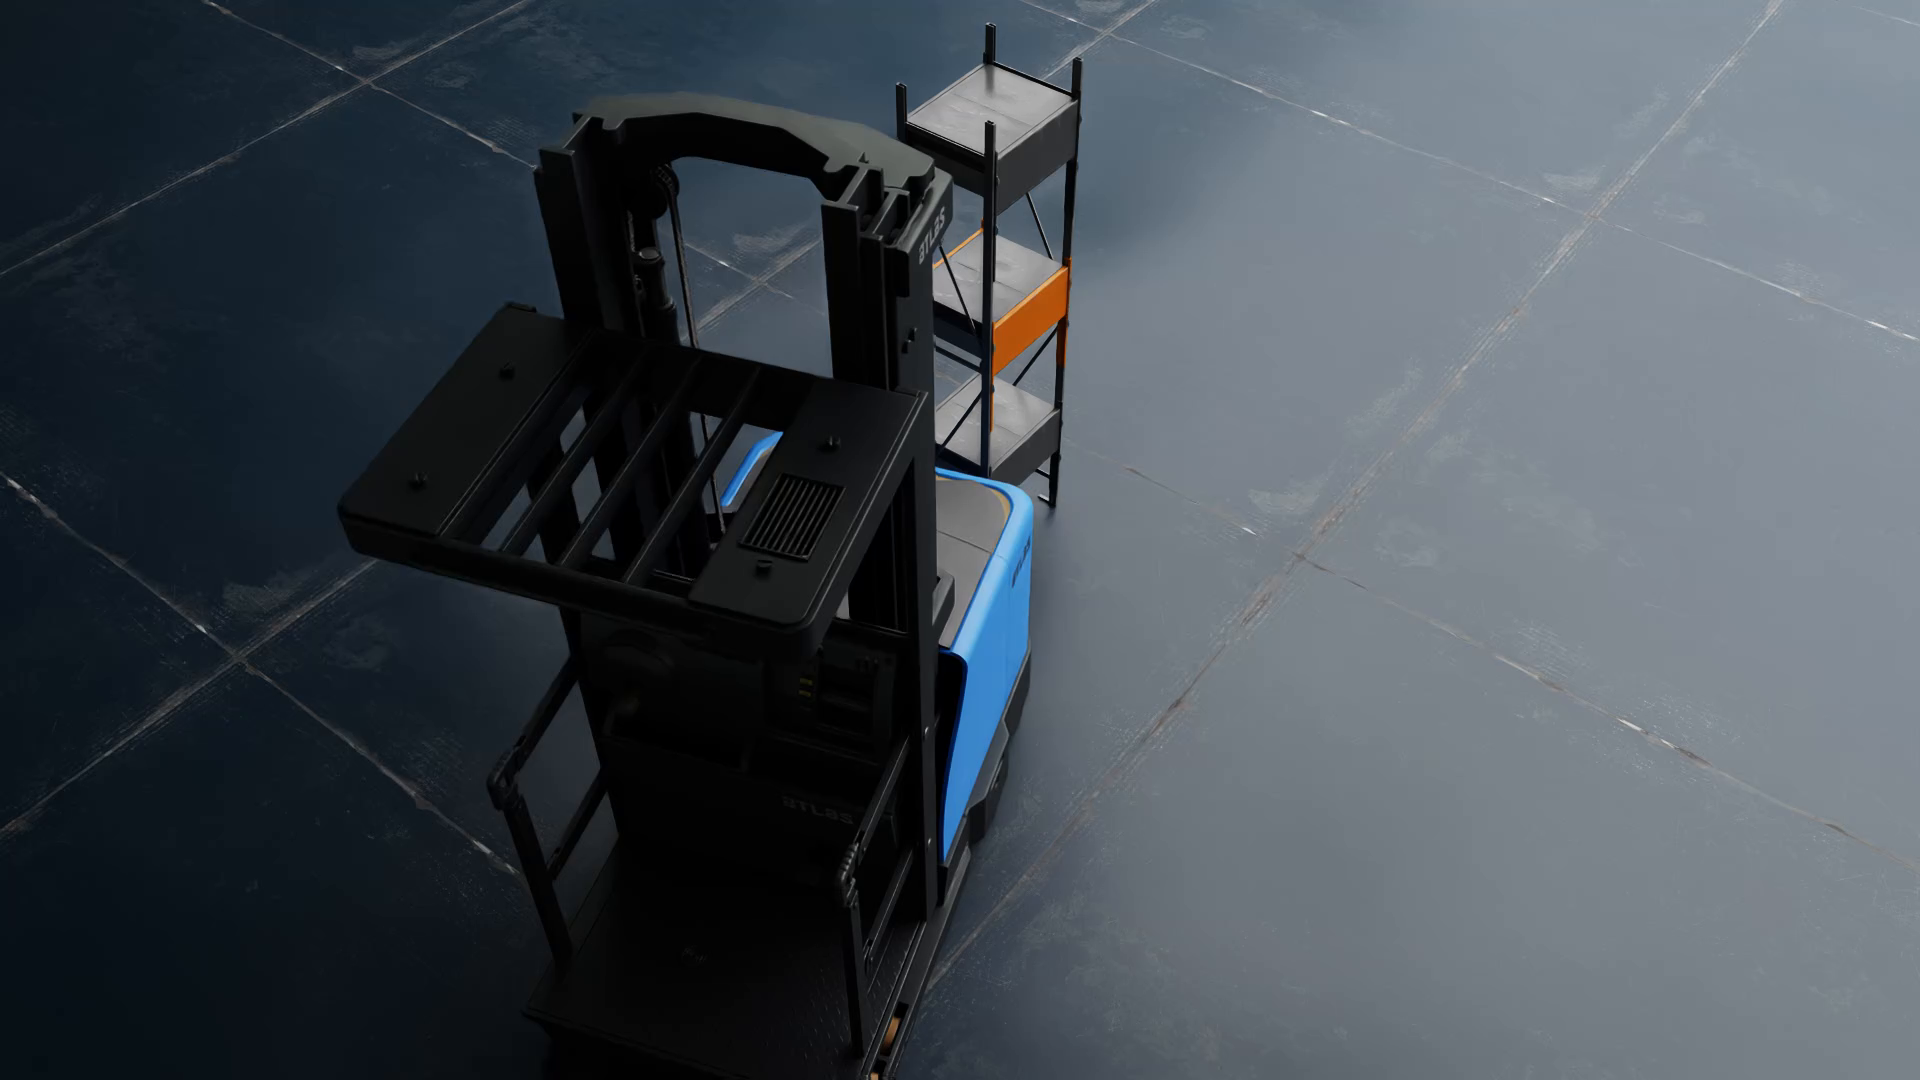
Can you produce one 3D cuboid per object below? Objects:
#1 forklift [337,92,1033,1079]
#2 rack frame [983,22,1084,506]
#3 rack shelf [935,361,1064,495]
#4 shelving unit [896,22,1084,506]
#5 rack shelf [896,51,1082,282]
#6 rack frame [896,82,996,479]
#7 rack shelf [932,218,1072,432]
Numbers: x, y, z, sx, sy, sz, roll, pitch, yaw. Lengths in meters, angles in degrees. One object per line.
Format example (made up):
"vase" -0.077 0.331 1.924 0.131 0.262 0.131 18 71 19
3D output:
"forklift" -0.681 0.460 4.448 1.130 2.935 3.031 13 48 12
"rack frame" 0.250 -0.960 6.379 0.400 2.100 0.015 29 53 25
"rack shelf" 0.101 -0.327 6.762 0.431 0.518 0.480 29 53 25
"shelving unit" 0.101 -0.820 6.246 0.431 2.100 0.503 29 53 25
"rack shelf" 0.101 -1.294 5.750 0.431 0.518 0.480 29 53 25
"rack frame" -0.048 -0.680 6.113 0.400 2.100 0.015 29 53 25
"rack shelf" 0.101 -0.811 6.256 0.431 0.518 0.480 29 53 25
